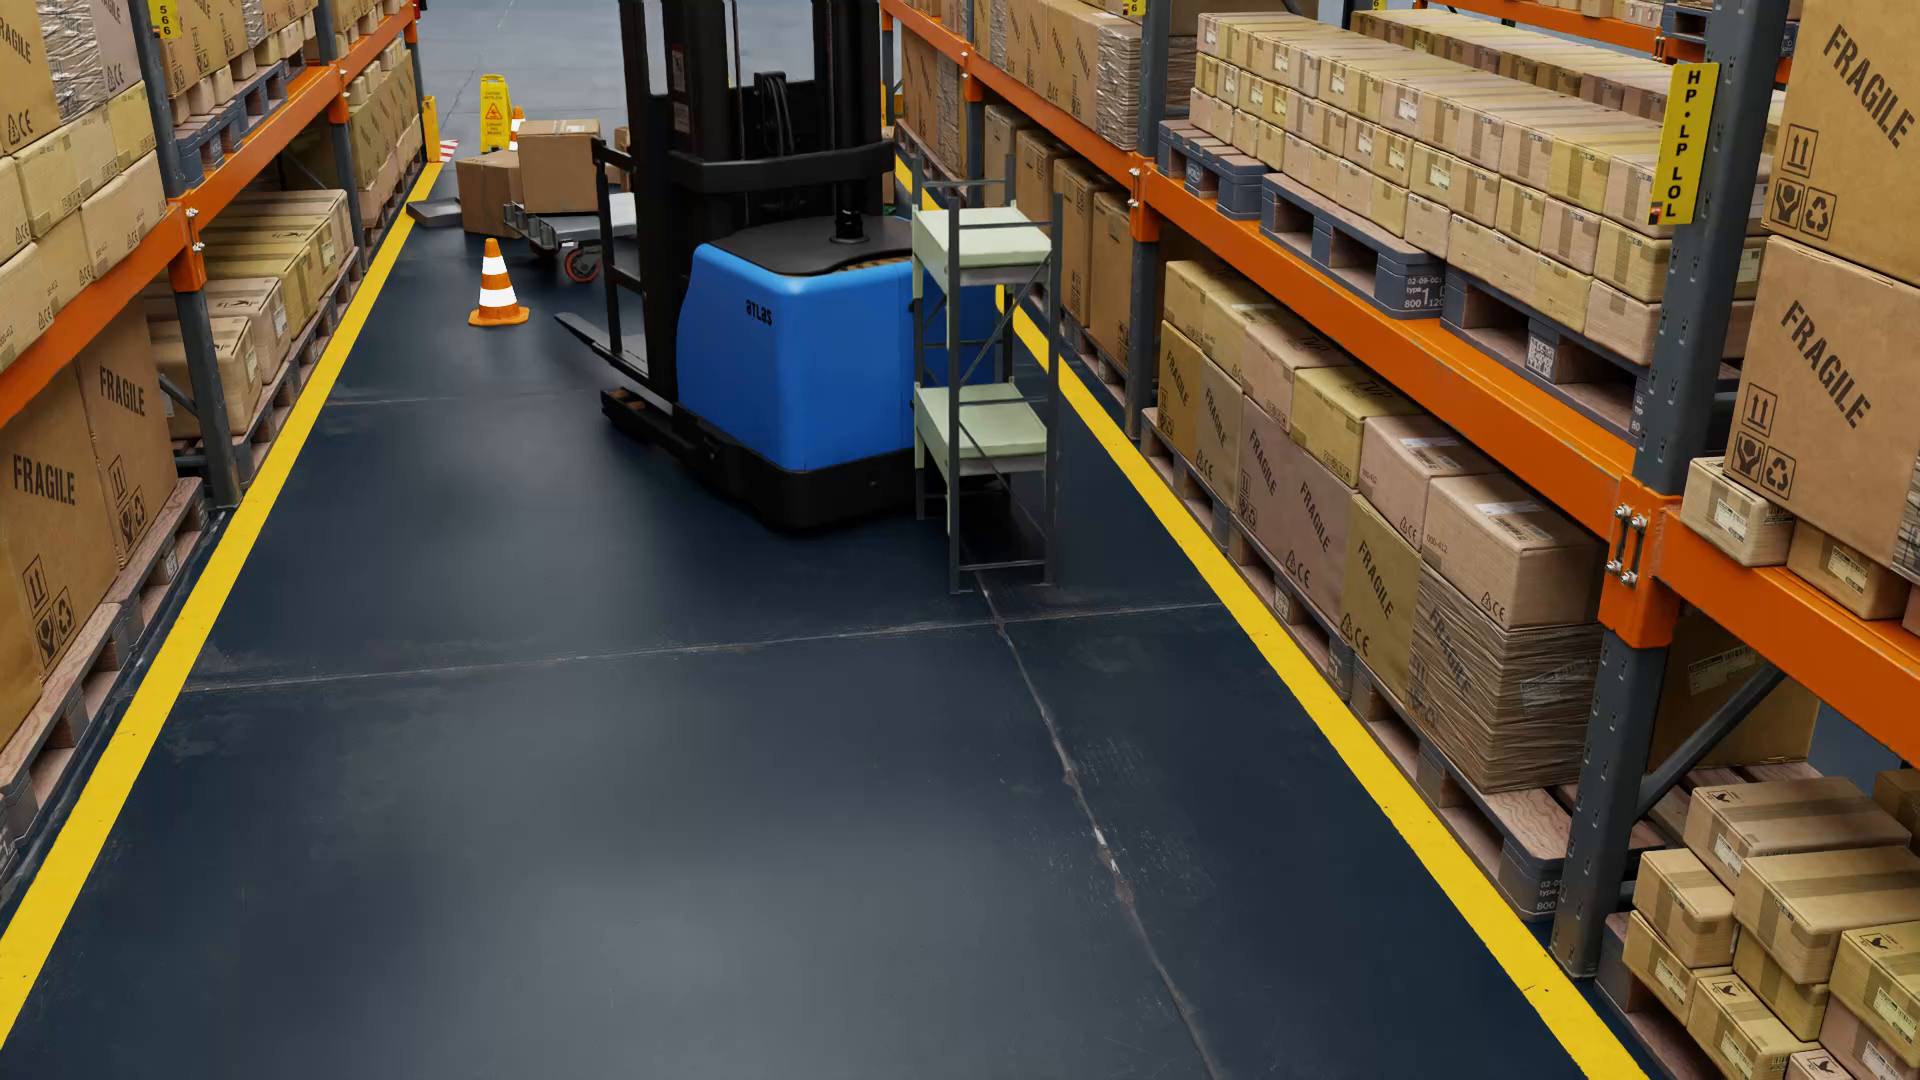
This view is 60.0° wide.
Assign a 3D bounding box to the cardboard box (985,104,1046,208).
[{"bbox_3d":[0.749,-2.391,10.763,1.050,0.750,0.750,-4,24,-10],"label":"cardboard box"}]

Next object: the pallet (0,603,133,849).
[{"bbox_3d":[-3.267,0.585,5.147,1.003,0.211,1.213,-4,24,-10],"label":"pallet"}]

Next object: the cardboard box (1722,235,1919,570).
[{"bbox_3d":[1.869,-0.289,3.167,0.500,0.500,0.500,-5,24,-11],"label":"cardboard box"}]

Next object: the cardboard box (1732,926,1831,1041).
[{"bbox_3d":[1.912,0.917,3.569,0.380,0.149,0.250,-4,24,-9],"label":"cardboard box"}]

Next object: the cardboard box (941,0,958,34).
[{"bbox_3d":[0.342,-3.895,11.732,0.875,0.550,0.550,-4,24,-10],"label":"cardboard box"}]

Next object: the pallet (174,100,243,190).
[{"bbox_3d":[-3.797,-1.672,7.070,1.213,0.211,1.003,-4,24,-10],"label":"pallet"}]

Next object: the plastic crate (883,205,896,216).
[{"bbox_3d":[-0.774,-2.176,11.426,0.450,0.188,0.662,17,27,13],"label":"plastic crate"}]

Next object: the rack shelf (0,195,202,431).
[{"bbox_3d":[-3.191,-0.371,4.751,1.077,0.370,4.000,-4,24,-10],"label":"rack shelf"}]

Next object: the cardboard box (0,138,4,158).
[{"bbox_3d":[-2.933,-1.211,4.401,0.500,0.500,0.500,-5,24,-11],"label":"cardboard box"}]

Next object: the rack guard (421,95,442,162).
[{"bbox_3d":[-5.026,-3.459,14.045,1.175,0.500,0.348,-4,24,-10],"label":"rack guard"}]

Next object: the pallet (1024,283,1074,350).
[{"bbox_3d":[0.991,-1.410,9.715,1.003,0.211,1.213,-4,24,-10],"label":"pallet"}]

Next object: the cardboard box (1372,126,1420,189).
[{"bbox_3d":[1.510,-1.194,5.154,0.380,0.149,0.250,-4,24,-10],"label":"cardboard box"}]

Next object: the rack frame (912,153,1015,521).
[{"bbox_3d":[0.014,-0.785,6.674,0.400,1.500,0.023,-5,24,-10],"label":"rack frame"}]

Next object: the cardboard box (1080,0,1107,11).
[{"bbox_3d":[1.020,-2.975,8.441,0.700,0.500,0.500,-5,24,-11],"label":"cardboard box"}]

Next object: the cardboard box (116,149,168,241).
[{"bbox_3d":[-3.212,-1.239,6.027,0.500,0.250,0.500,-5,24,-12],"label":"cardboard box"}]

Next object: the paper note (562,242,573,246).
[{"bbox_3d":[-2.722,-2.035,11.371,0.148,0.019,0.142,-4,24,-10],"label":"paper note"}]

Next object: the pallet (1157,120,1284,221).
[{"bbox_3d":[1.522,-1.533,6.753,1.213,0.211,1.003,-4,24,-10],"label":"pallet"}]

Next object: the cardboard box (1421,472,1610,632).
[{"bbox_3d":[1.639,0.015,4.630,0.500,0.250,0.500,-5,24,-11],"label":"cardboard box"}]

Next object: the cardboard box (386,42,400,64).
[{"bbox_3d":[-4.458,-3.673,12.576,0.380,0.149,0.250,-4,24,-9],"label":"cardboard box"}]

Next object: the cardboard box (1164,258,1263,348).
[{"bbox_3d":[1.175,-0.995,6.942,0.500,0.250,0.500,-5,24,-12],"label":"cardboard box"}]

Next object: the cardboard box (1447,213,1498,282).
[{"bbox_3d":[1.618,-0.838,4.710,0.380,0.149,0.250,-6,24,-12],"label":"cardboard box"}]

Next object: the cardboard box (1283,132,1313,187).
[{"bbox_3d":[1.372,-1.358,5.900,0.380,0.149,0.250,-4,24,-8],"label":"cardboard box"}]

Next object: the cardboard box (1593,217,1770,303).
[{"bbox_3d":[1.757,-0.676,3.967,0.380,0.149,0.250,-4,24,-8],"label":"cardboard box"}]

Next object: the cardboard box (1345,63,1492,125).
[{"bbox_3d":[1.467,-1.432,5.328,0.380,0.149,0.250,-5,24,-10],"label":"cardboard box"}]

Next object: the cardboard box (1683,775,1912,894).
[{"bbox_3d":[1.885,0.672,3.758,0.380,0.149,0.250,-3,24,-8],"label":"cardboard box"}]

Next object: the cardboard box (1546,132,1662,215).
[{"bbox_3d":[1.708,-0.919,4.153,0.380,0.149,0.250,-5,24,-11],"label":"cardboard box"}]

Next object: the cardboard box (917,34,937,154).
[{"bbox_3d":[0.161,-3.651,13.493,0.875,0.875,0.875,-5,24,-11],"label":"cardboard box"}]

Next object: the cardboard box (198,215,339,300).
[{"bbox_3d":[-4.065,-1.561,9.334,0.950,0.372,0.625,-3,24,-6],"label":"cardboard box"}]

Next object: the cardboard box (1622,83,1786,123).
[{"bbox_3d":[2.210,-1.269,4.953,0.380,0.149,0.250,-5,24,-10],"label":"cardboard box"}]

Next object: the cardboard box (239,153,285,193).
[{"bbox_3d":[-4.674,-2.550,10.814,0.500,0.500,0.500,-5,24,-10],"label":"cardboard box"}]

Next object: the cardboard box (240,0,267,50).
[{"bbox_3d":[-3.709,-2.666,8.086,0.500,0.500,0.500,-5,24,-12],"label":"cardboard box"}]

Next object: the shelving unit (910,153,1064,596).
[{"bbox_3d":[0.086,-0.641,6.345,0.431,1.500,0.755,-5,24,-10],"label":"shelving unit"}]

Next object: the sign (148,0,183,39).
[{"bbox_3d":[-3.016,-2.061,6.274,0.100,0.325,0.005,-4,24,-10],"label":"sign"}]

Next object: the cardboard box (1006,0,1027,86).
[{"bbox_3d":[0.562,-2.891,9.496,0.500,0.500,0.500,-4,24,-10],"label":"cardboard box"}]

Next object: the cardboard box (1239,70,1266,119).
[{"bbox_3d":[1.282,-1.691,6.292,0.380,0.149,0.250,-5,24,-11],"label":"cardboard box"}]

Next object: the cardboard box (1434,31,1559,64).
[{"bbox_3d":[1.972,-1.778,6.119,0.380,0.149,0.250,-4,24,-8],"label":"cardboard box"}]

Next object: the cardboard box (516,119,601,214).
[{"bbox_3d":[-2.557,-2.406,10.688,0.500,0.500,0.500,-4,24,-10],"label":"cardboard box"}]

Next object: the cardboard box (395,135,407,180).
[{"bbox_3d":[-4.436,-2.859,12.459,0.500,0.250,0.500,-5,24,-12],"label":"cardboard box"}]

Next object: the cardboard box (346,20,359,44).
[{"bbox_3d":[-4.232,-3.391,11.080,0.380,0.149,0.250,-4,24,-8],"label":"cardboard box"}]

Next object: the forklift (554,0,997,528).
[{"bbox_3d":[-1.072,-1.929,7.506,1.130,2.935,3.031,-15,28,-31],"label":"forklift"}]

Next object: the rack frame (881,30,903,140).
[{"bbox_3d":[-0.194,-5.040,14.543,1.000,3.000,0.127,-4,24,-10],"label":"rack frame"}]

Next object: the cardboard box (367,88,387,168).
[{"bbox_3d":[-4.255,-2.799,11.384,0.500,0.500,0.500,-3,24,-8],"label":"cardboard box"}]

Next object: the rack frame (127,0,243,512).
[{"bbox_3d":[-3.561,-1.488,6.408,1.000,3.000,0.127,-4,24,-10],"label":"rack frame"}]

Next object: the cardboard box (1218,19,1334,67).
[{"bbox_3d":[1.233,-1.942,6.495,0.380,0.149,0.250,-5,24,-11],"label":"cardboard box"}]

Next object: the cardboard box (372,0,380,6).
[{"bbox_3d":[-4.417,-4.028,11.729,0.500,0.500,0.500,-4,24,-9],"label":"cardboard box"}]

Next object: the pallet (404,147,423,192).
[{"bbox_3d":[-4.911,-3.004,13.365,1.003,0.211,1.213,-4,24,-10],"label":"pallet"}]

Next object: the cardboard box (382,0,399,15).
[{"bbox_3d":[-4.501,-4.095,12.692,0.380,0.149,0.250,-4,24,-9],"label":"cardboard box"}]

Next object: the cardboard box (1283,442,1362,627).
[{"bbox_3d":[1.455,-0.044,5.701,0.500,0.500,0.500,-5,24,-11],"label":"cardboard box"}]

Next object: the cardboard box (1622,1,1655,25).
[{"bbox_3d":[5.073,-3.841,12.111,0.380,0.149,0.250,-4,24,-10],"label":"cardboard box"}]

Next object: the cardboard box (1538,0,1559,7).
[{"bbox_3d":[4.847,-4.333,13.238,0.380,0.149,0.250,-4,24,-10],"label":"cardboard box"}]

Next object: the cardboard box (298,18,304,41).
[{"bbox_3d":[-3.903,-2.851,9.320,0.380,0.149,0.250,-5,24,-11],"label":"cardboard box"}]

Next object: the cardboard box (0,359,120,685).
[{"bbox_3d":[-3.354,-0.077,5.309,0.875,0.875,0.875,-4,24,-9],"label":"cardboard box"}]

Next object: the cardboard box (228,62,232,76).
[{"bbox_3d":[-3.705,-2.238,7.916,0.380,0.149,0.250,-3,24,-8],"label":"cardboard box"}]
